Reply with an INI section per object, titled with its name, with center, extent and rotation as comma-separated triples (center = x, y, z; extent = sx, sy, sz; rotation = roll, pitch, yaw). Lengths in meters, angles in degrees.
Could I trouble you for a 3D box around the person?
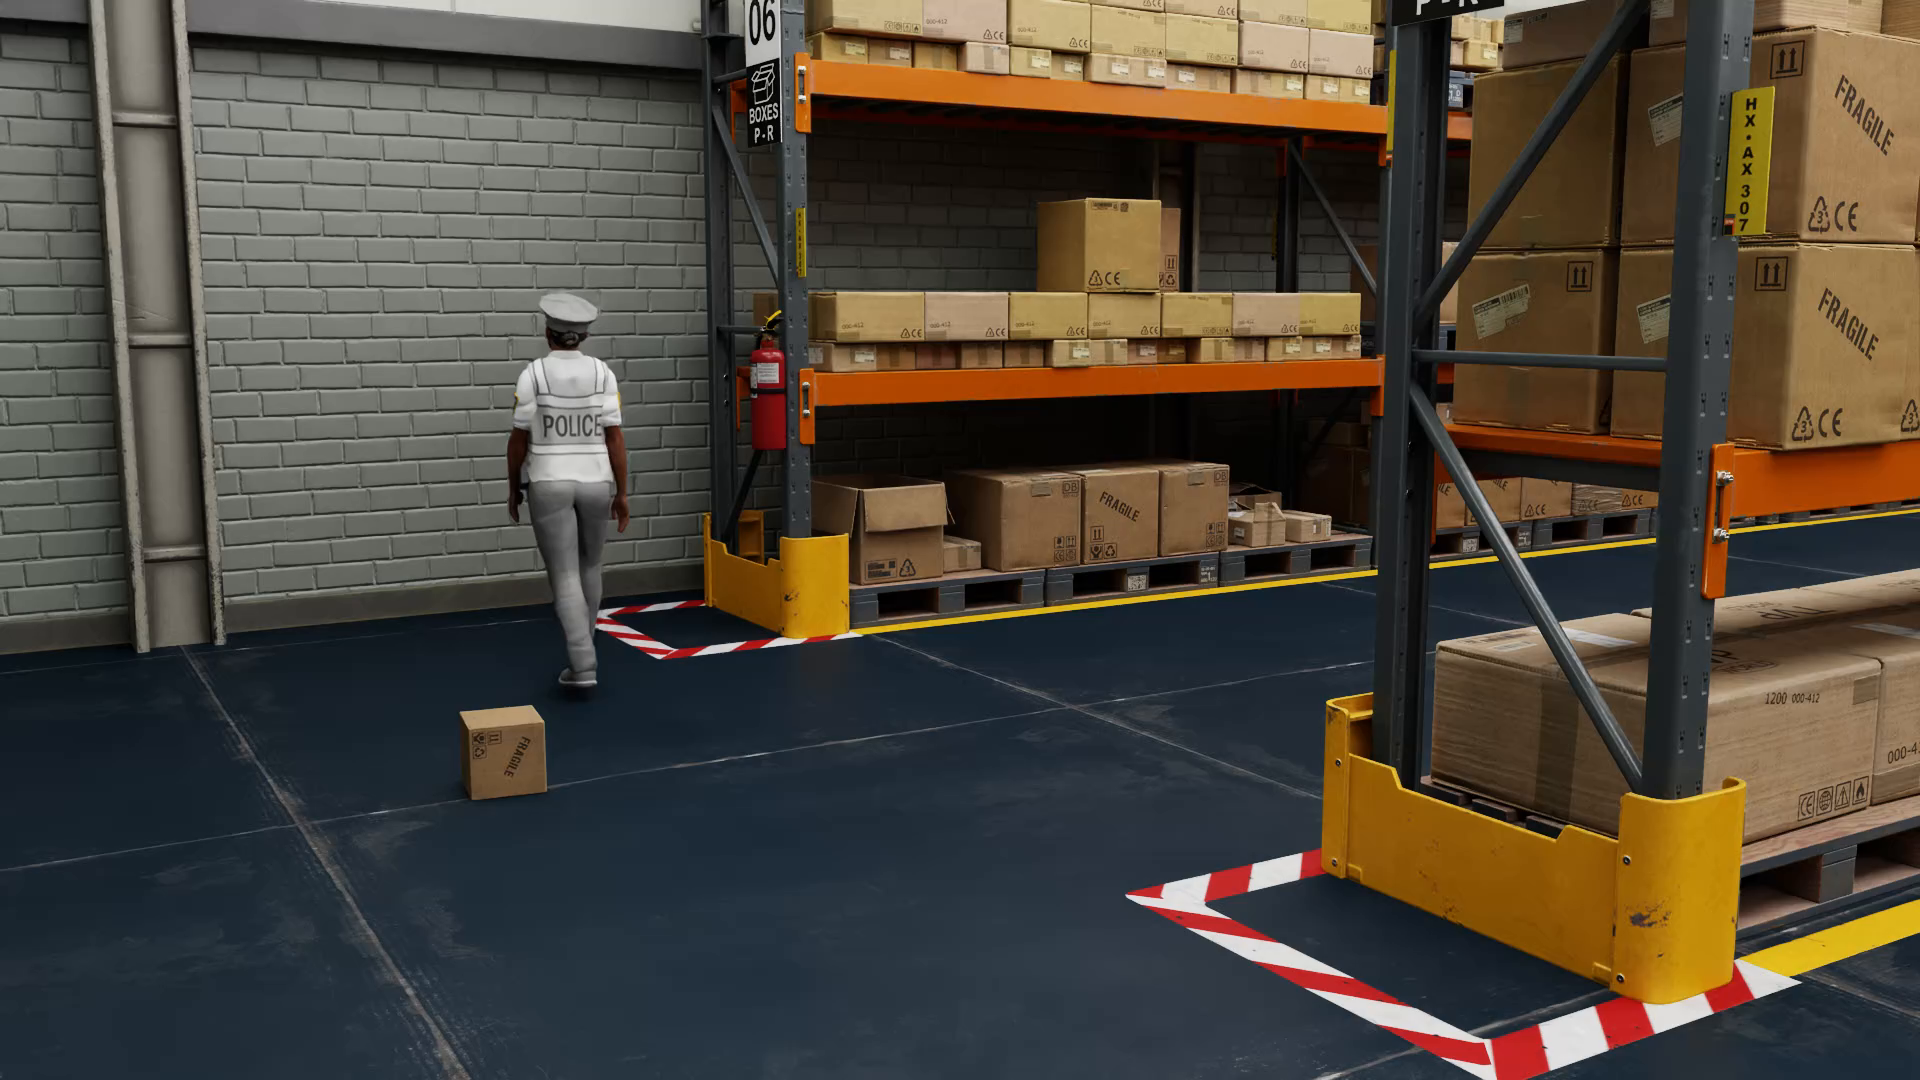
[person]
center = -1.711, -0.198, 7.180
extent = 0.470, 1.726, 0.781
rotation = -5, 9, -29
